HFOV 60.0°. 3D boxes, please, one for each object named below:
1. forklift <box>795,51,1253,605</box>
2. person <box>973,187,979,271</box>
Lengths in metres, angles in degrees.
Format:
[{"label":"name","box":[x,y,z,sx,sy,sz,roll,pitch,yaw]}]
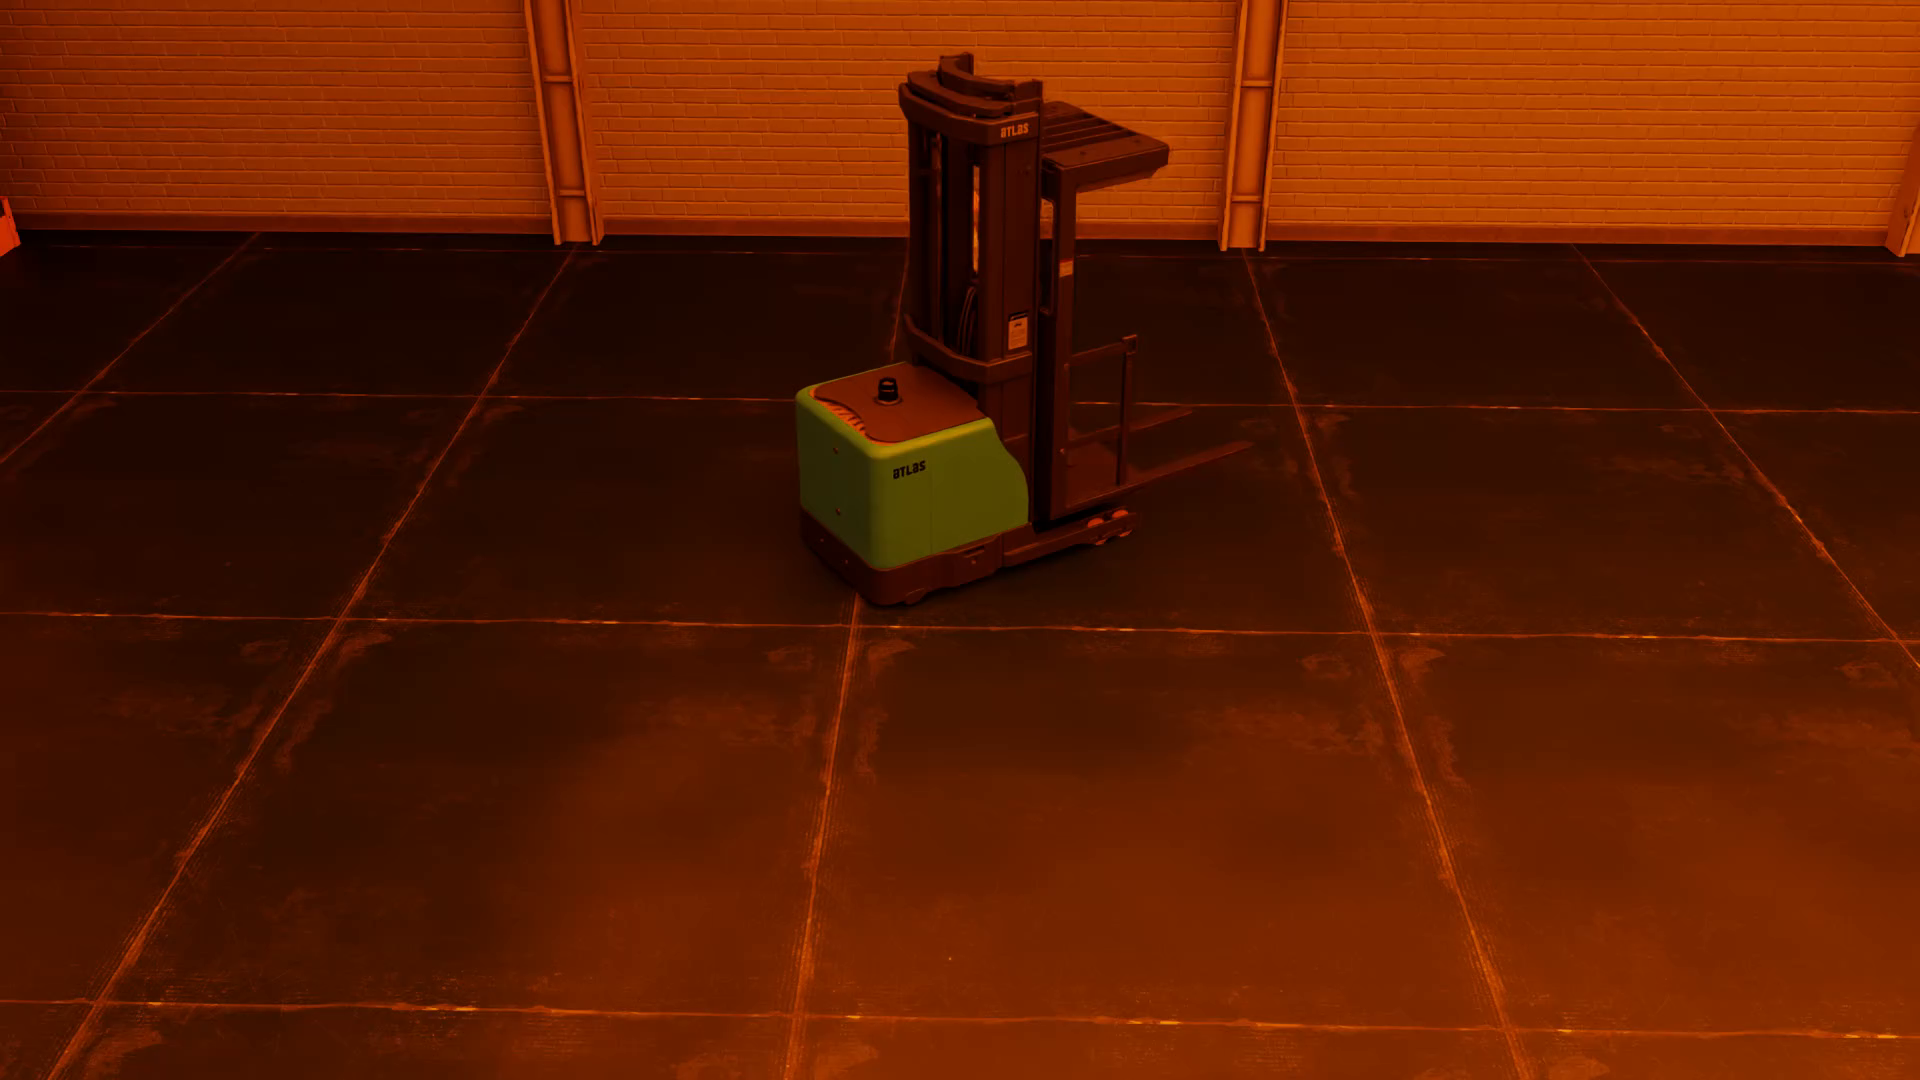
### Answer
[{"label":"forklift","box":[0.517,-1.439,10.054,3.031,2.935,1.130,-18,35,-28]},{"label":"person","box":[0.135,-1.684,11.614,0.545,1.673,0.549,1,31,2]}]
